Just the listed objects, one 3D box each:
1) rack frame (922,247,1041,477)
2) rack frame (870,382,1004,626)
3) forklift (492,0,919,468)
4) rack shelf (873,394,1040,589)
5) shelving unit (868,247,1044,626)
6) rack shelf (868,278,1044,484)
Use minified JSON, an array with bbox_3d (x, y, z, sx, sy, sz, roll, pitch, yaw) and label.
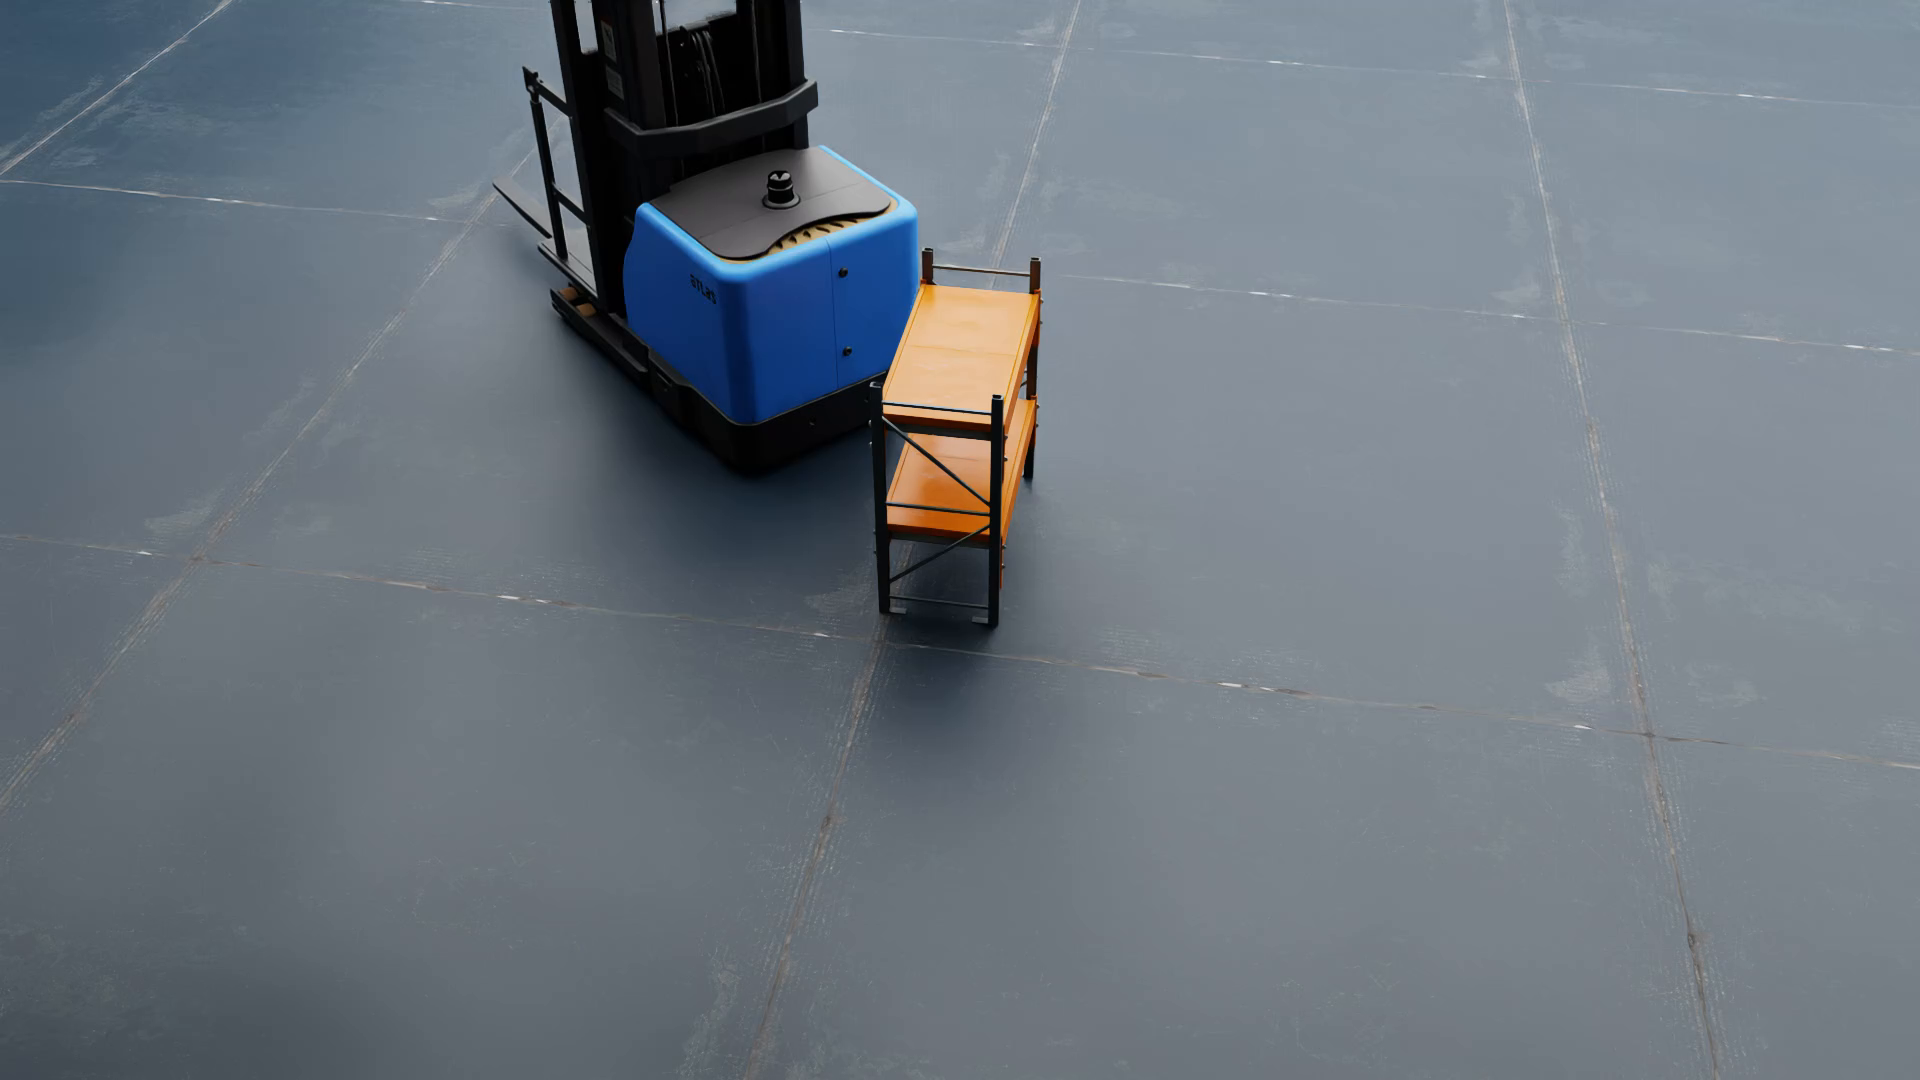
[{"bbox_3d":[0.089,-0.757,7.283,0.500,1.125,0.032,6,40,8],"label":"rack frame"},{"bbox_3d":[-0.087,-0.119,6.511,0.500,1.125,0.032,6,40,8],"label":"rack frame"},{"bbox_3d":[-1.458,-2.342,7.783,1.130,2.935,3.031,-26,46,-28],"label":"forklift"},{"bbox_3d":[0.001,-0.249,7.053,0.538,0.278,1.000,6,40,8],"label":"rack shelf"},{"bbox_3d":[0.001,-0.438,6.897,0.538,1.125,1.048,6,40,8],"label":"shelving unit"},{"bbox_3d":[0.001,-0.663,6.710,0.538,0.278,1.000,6,40,8],"label":"rack shelf"}]
